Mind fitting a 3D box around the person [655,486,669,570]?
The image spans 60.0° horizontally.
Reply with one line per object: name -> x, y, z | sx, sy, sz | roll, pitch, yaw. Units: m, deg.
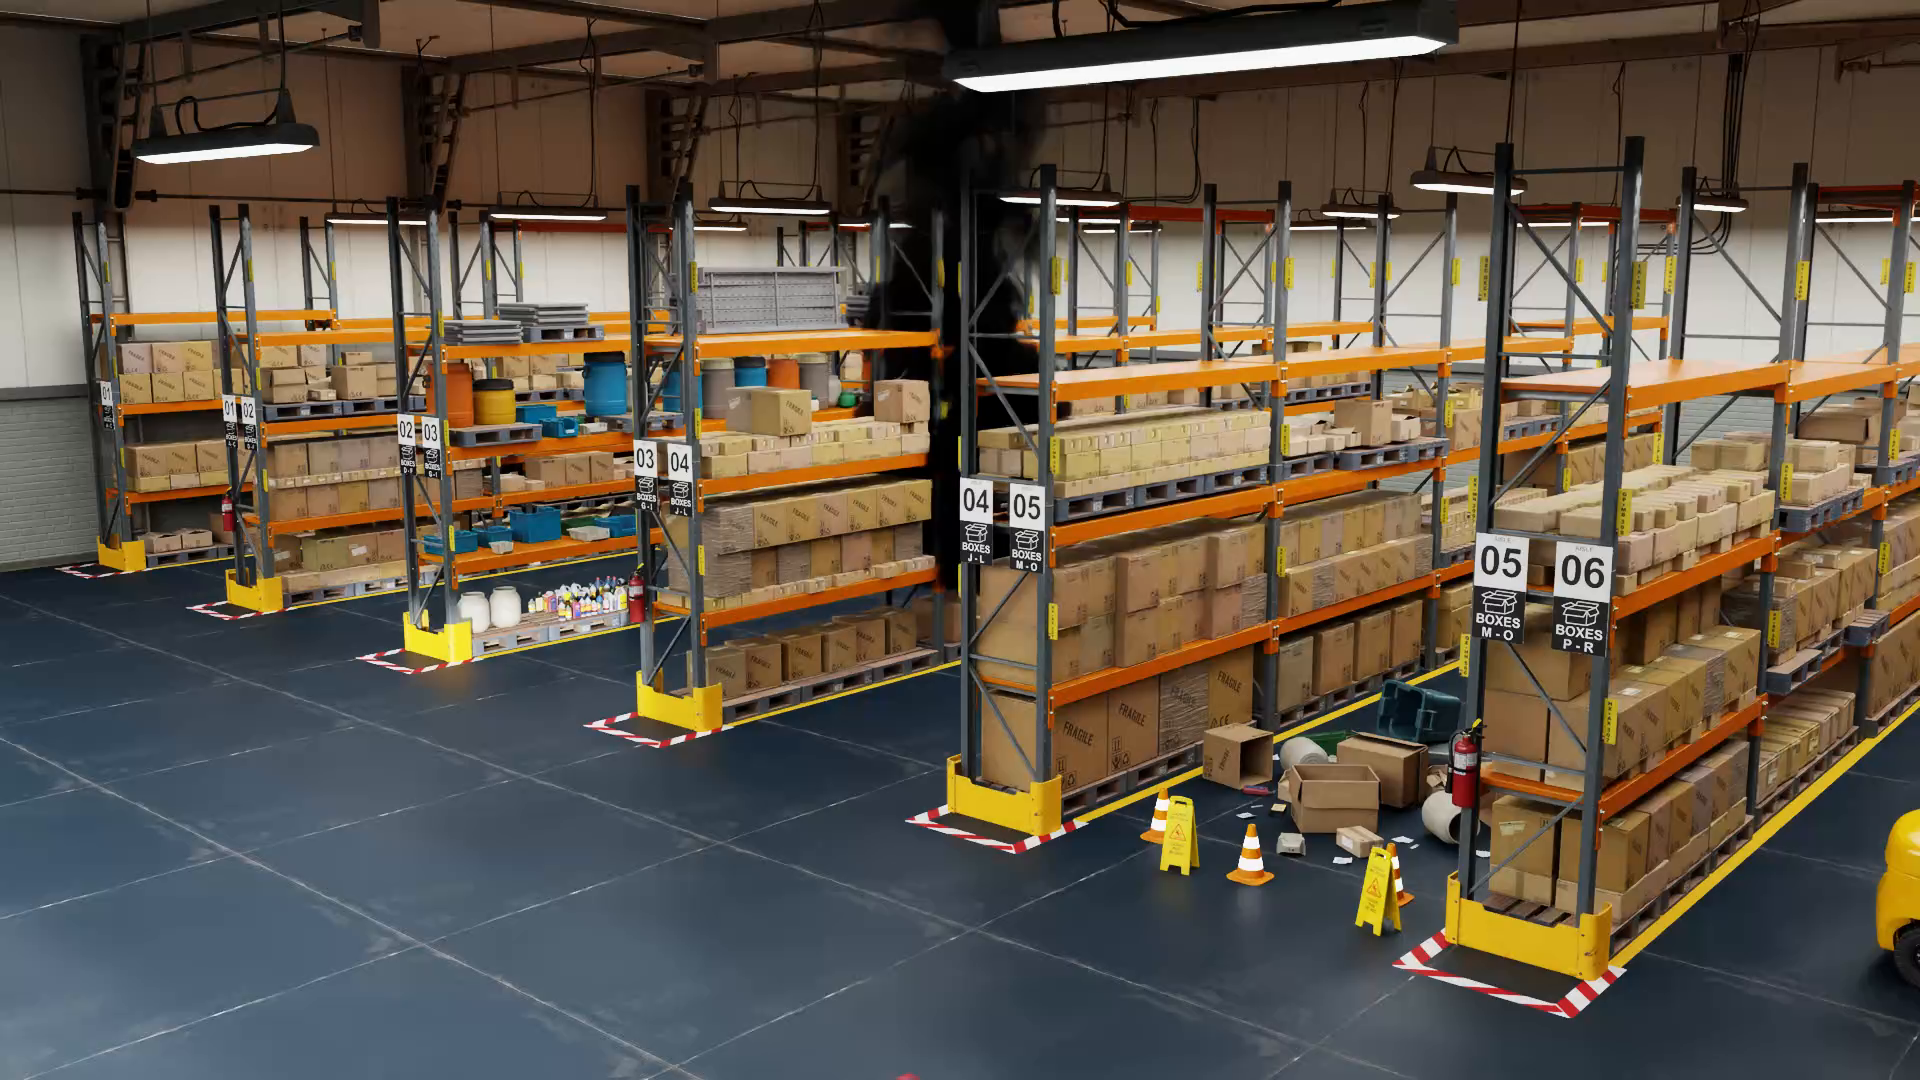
person -> -4.683, -0.340, 26.601 | 0.549, 1.636, 0.506 | 6, 11, 34
